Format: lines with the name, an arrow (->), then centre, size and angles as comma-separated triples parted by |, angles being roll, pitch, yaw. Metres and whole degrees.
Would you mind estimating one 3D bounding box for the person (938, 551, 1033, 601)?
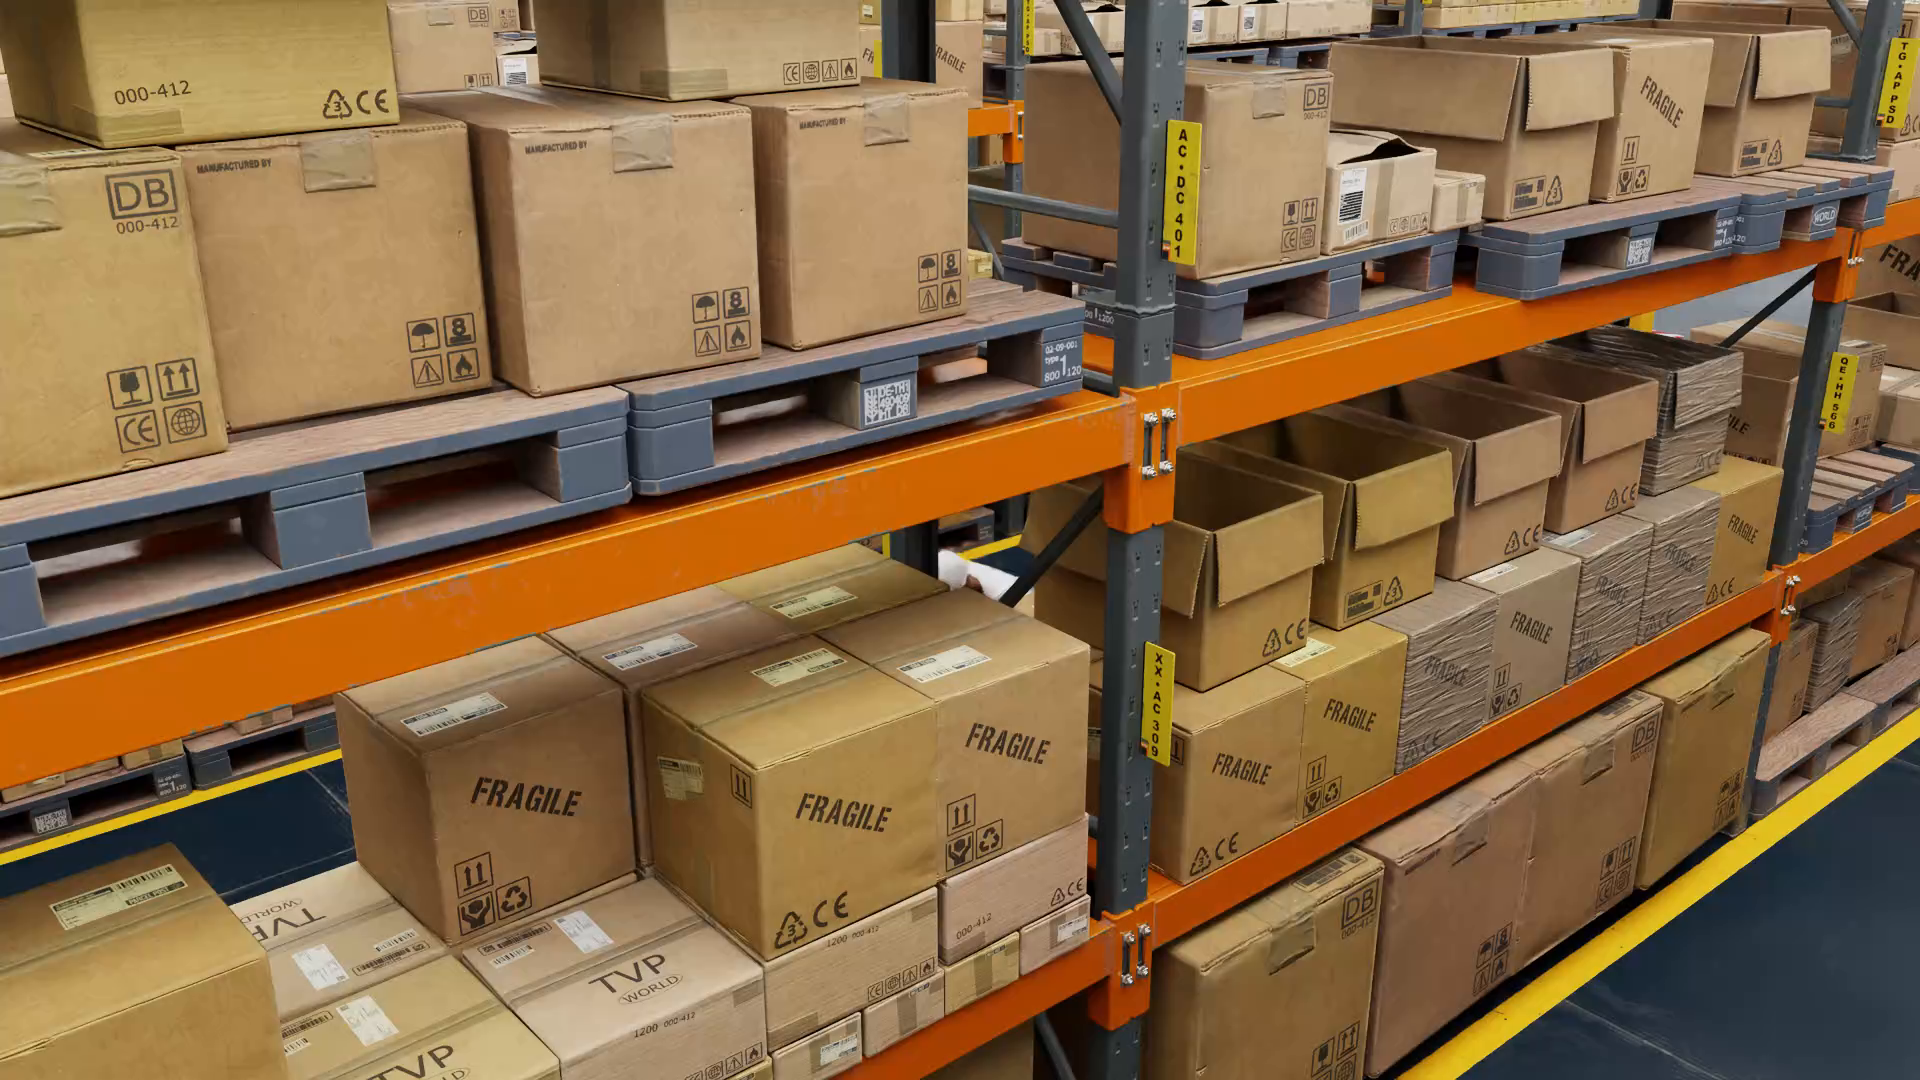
person -> 0.142, 0.602, 7.600 | 0.803, 1.317, 0.630 | -17, 27, -37
